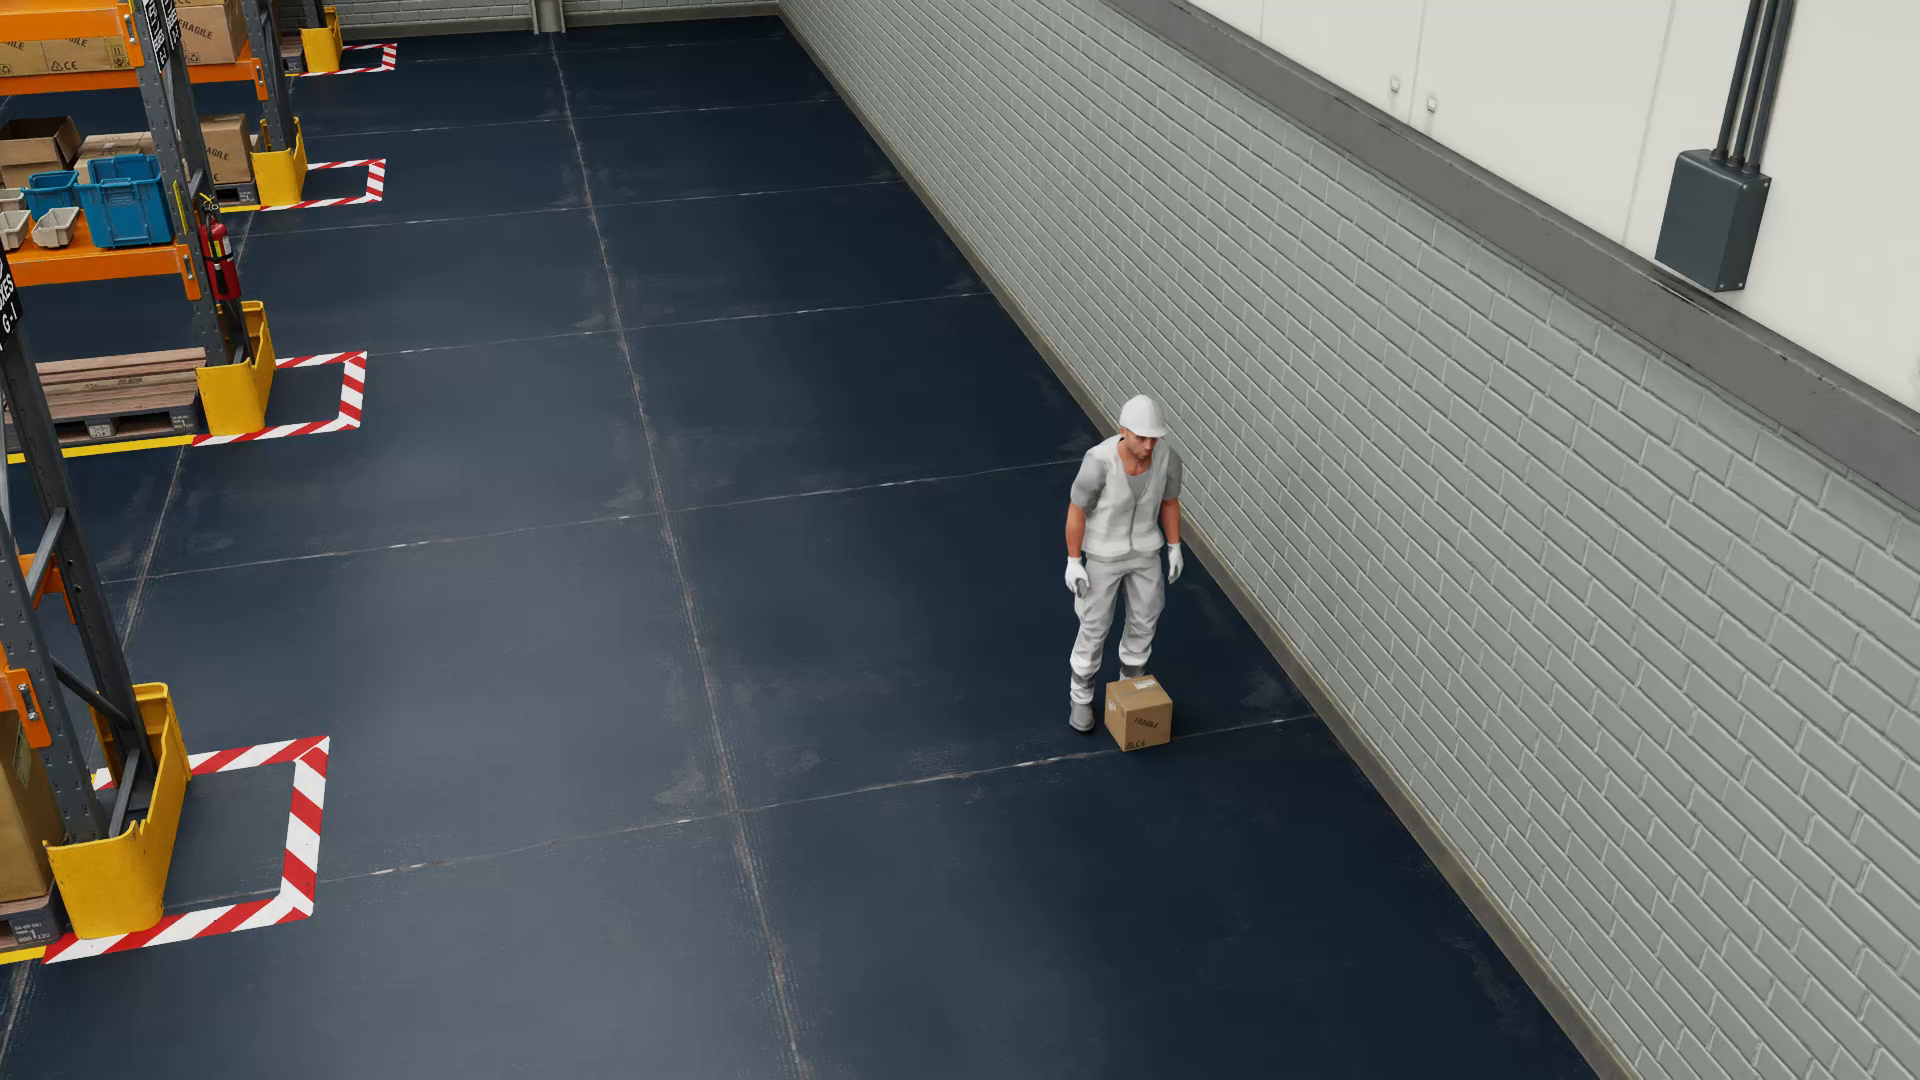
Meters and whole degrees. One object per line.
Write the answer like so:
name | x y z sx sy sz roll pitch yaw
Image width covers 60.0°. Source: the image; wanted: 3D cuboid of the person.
person | 0.799 0.095 8.062 0.615 1.778 0.456 -8 31 -14
